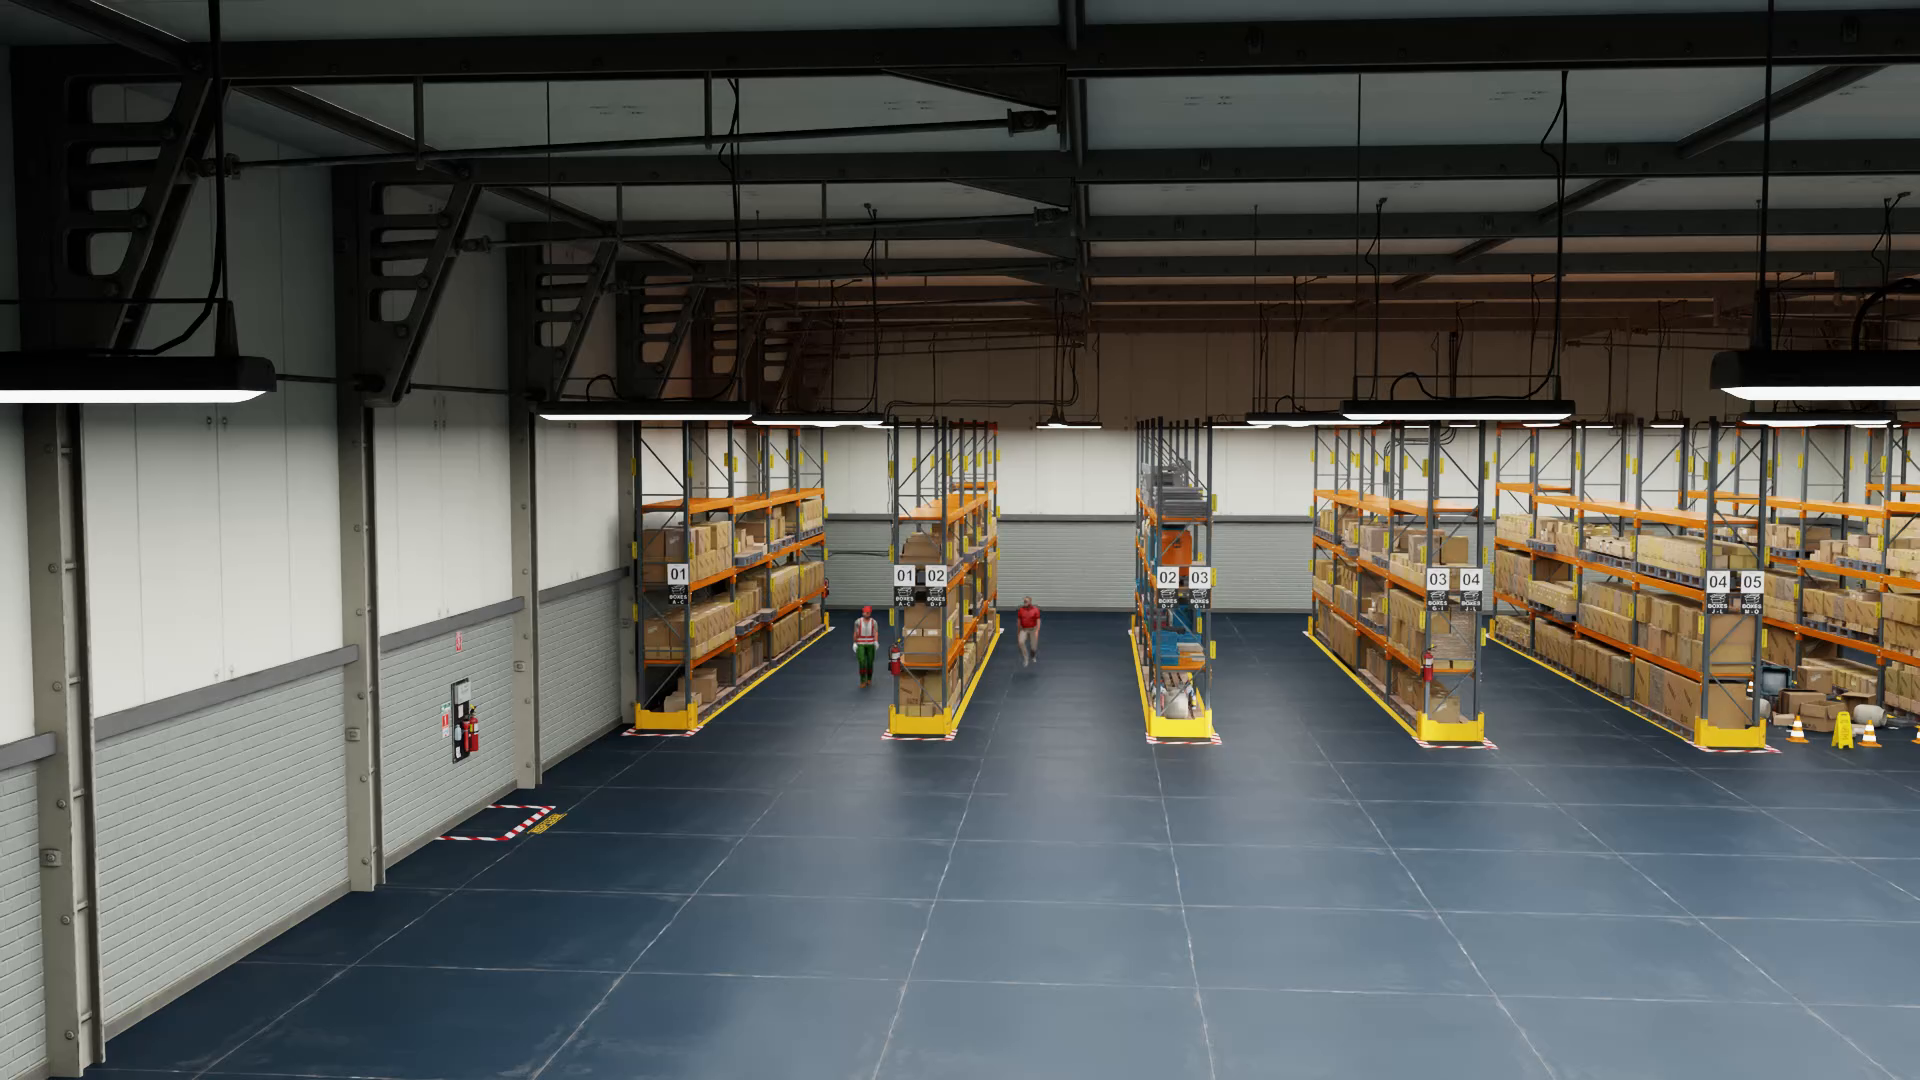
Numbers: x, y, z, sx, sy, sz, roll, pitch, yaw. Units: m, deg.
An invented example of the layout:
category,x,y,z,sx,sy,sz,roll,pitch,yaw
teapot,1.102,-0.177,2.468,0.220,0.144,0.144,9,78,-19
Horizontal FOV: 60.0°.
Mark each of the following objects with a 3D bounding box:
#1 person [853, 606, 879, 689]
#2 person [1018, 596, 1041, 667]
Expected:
category,x,y,z,sx,sy,sz,roll,pitch,yaw
person,-2.092,2.399,37.372,0.563,1.805,0.669,-1,4,-13
person,1.615,2.129,39.016,0.567,1.591,0.891,0,4,7
